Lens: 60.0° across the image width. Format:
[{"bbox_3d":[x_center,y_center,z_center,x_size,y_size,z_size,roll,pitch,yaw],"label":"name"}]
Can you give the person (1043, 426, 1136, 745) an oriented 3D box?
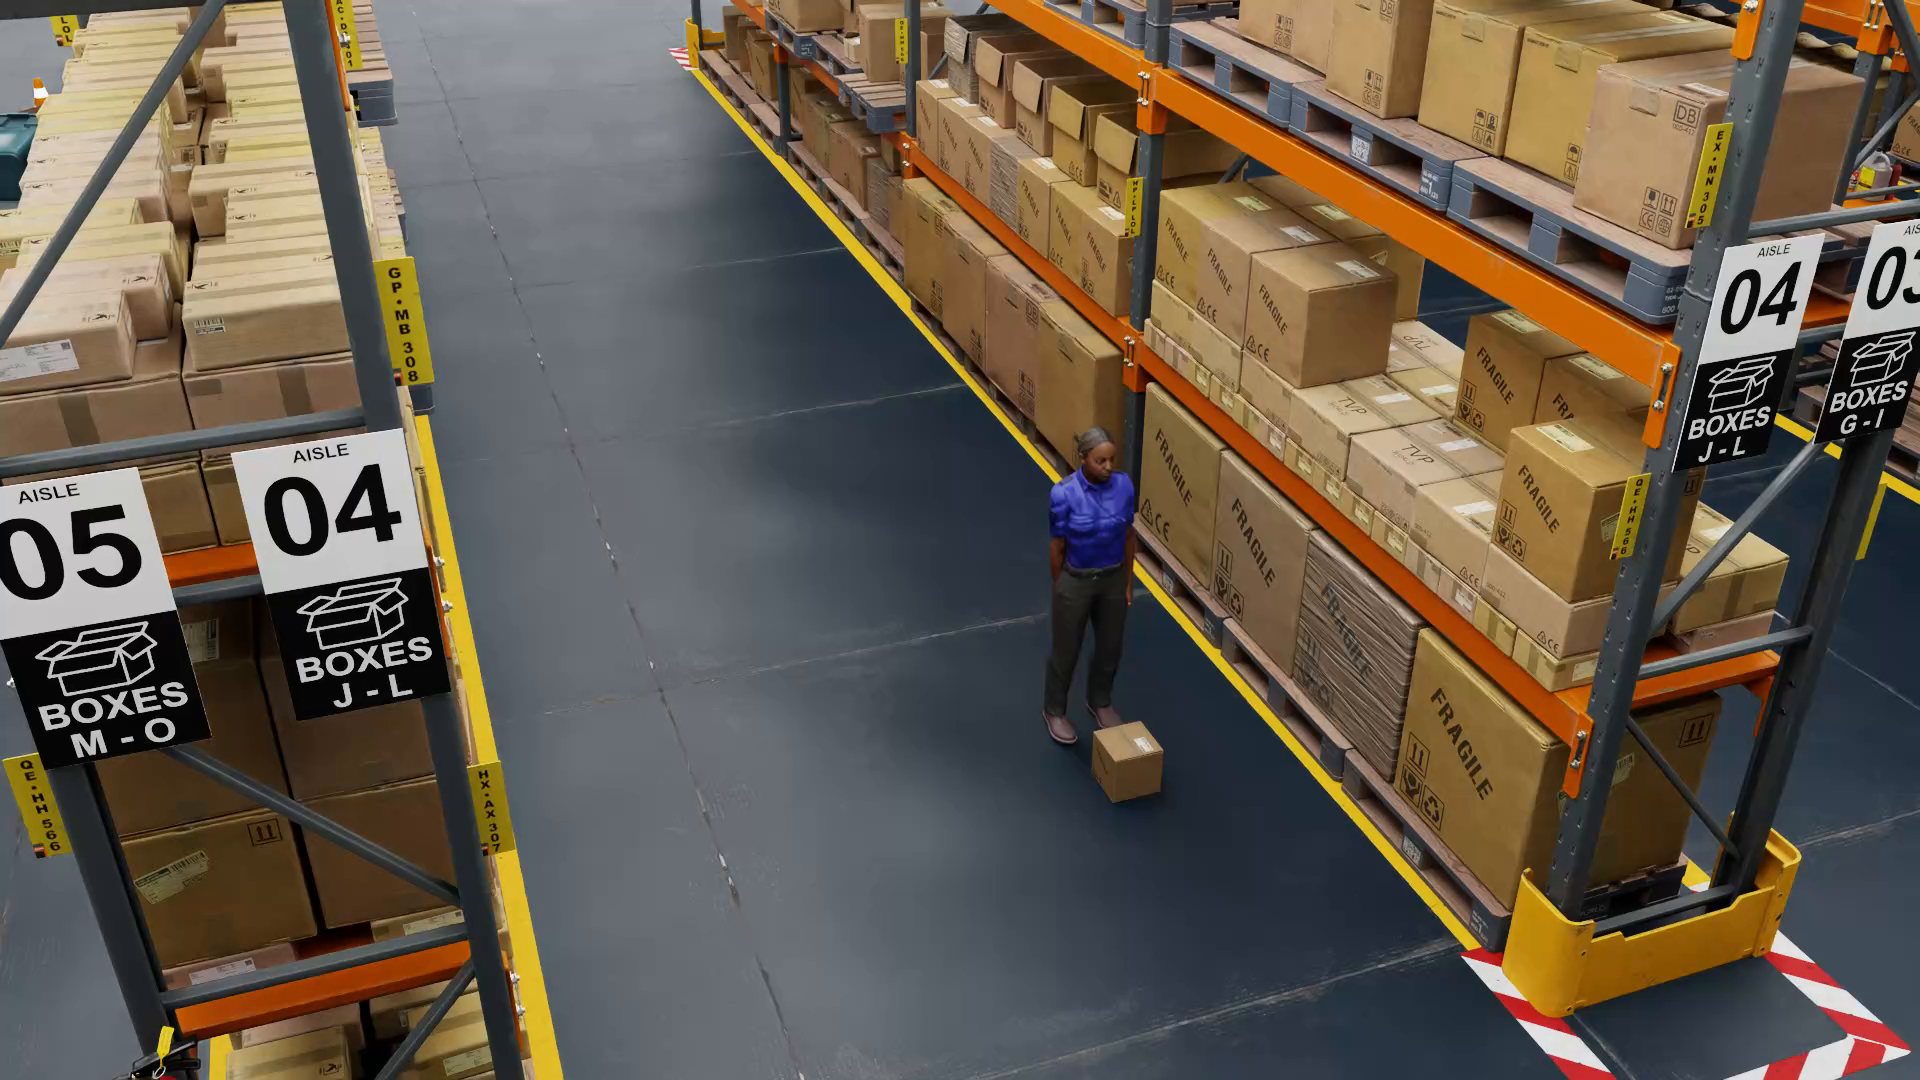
[{"bbox_3d":[0.634,0.217,7.984,0.435,1.642,0.302,-10,31,-16],"label":"person"}]
